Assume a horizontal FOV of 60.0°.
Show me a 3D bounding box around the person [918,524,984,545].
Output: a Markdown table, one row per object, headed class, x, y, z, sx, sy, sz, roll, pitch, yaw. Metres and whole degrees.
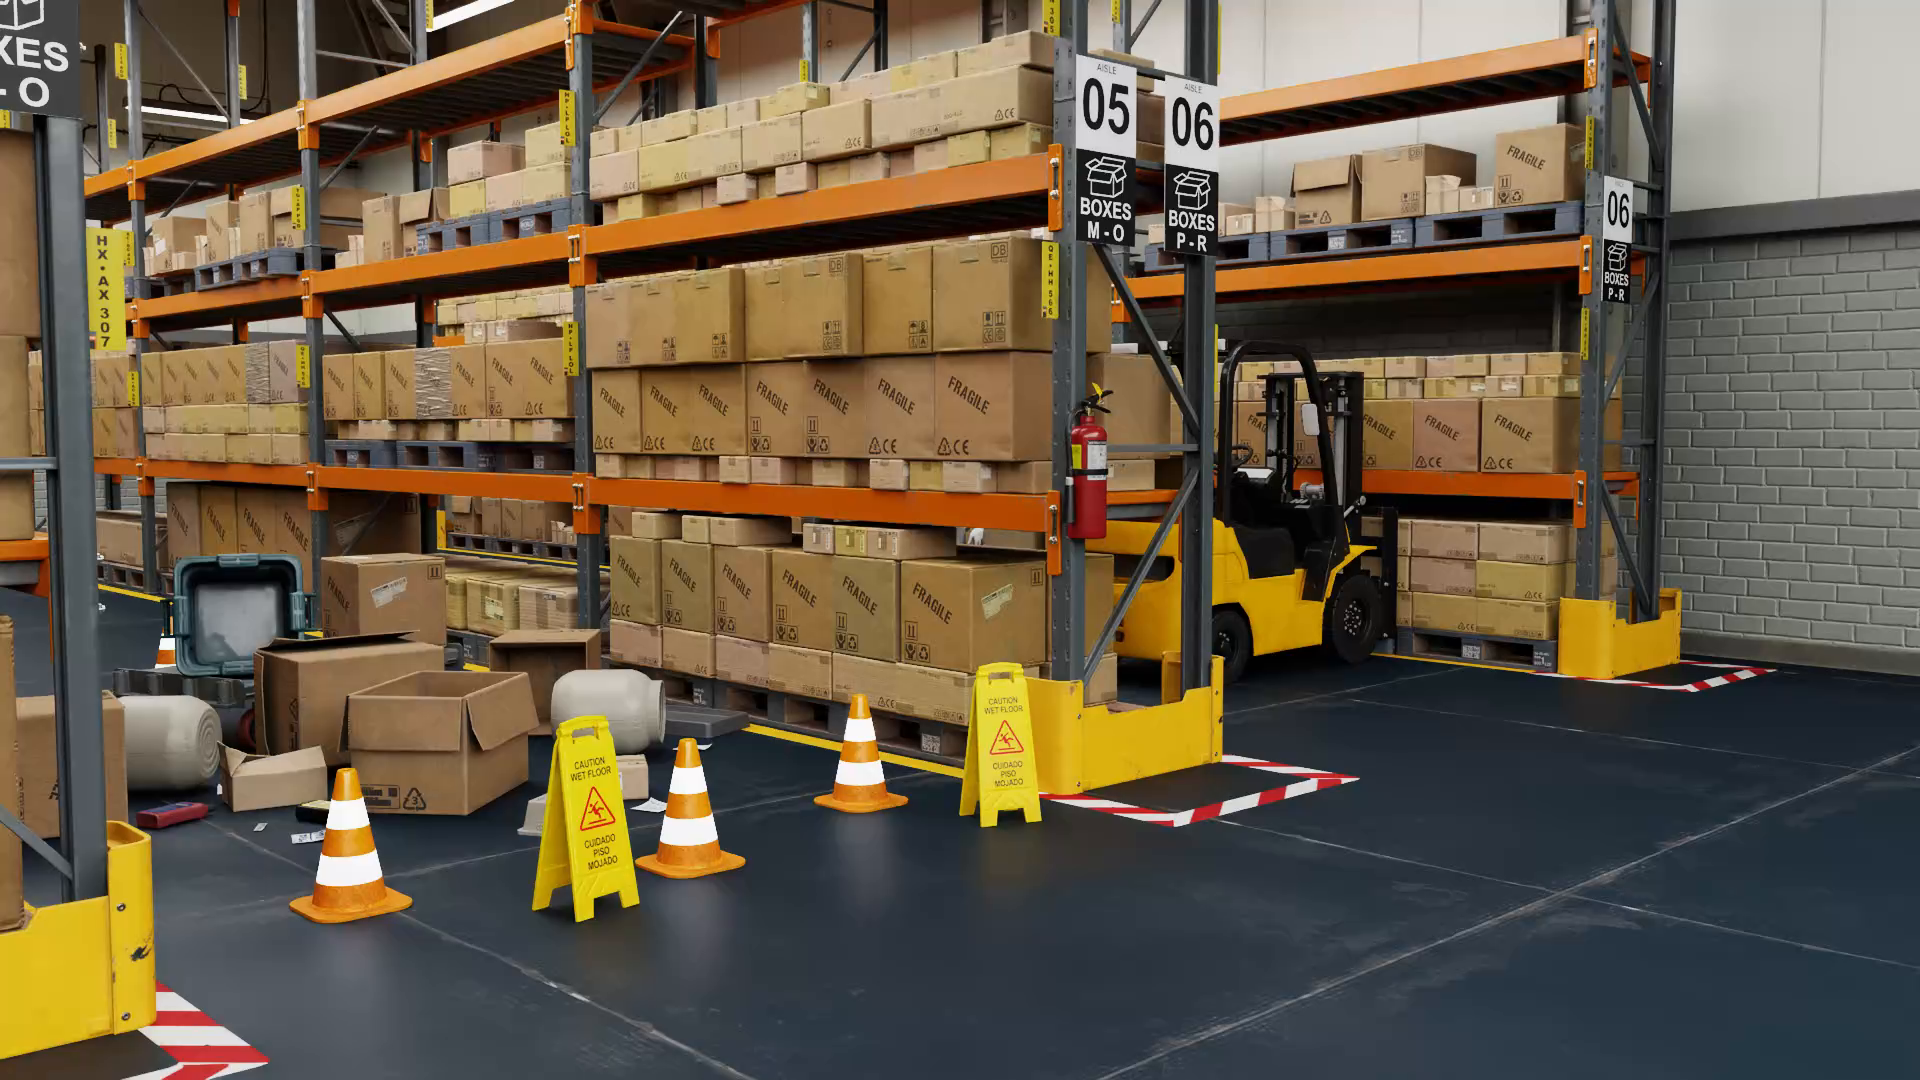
| class | x | y | z | sx | sy | sz | roll | pitch | yaw |
| --- | --- | --- | --- | --- | --- | --- | --- | --- | --- |
| person | -0.163 | -0.065 | 11.399 | 0.656 | 1.786 | 0.574 | 1 | 4 | 17 |
